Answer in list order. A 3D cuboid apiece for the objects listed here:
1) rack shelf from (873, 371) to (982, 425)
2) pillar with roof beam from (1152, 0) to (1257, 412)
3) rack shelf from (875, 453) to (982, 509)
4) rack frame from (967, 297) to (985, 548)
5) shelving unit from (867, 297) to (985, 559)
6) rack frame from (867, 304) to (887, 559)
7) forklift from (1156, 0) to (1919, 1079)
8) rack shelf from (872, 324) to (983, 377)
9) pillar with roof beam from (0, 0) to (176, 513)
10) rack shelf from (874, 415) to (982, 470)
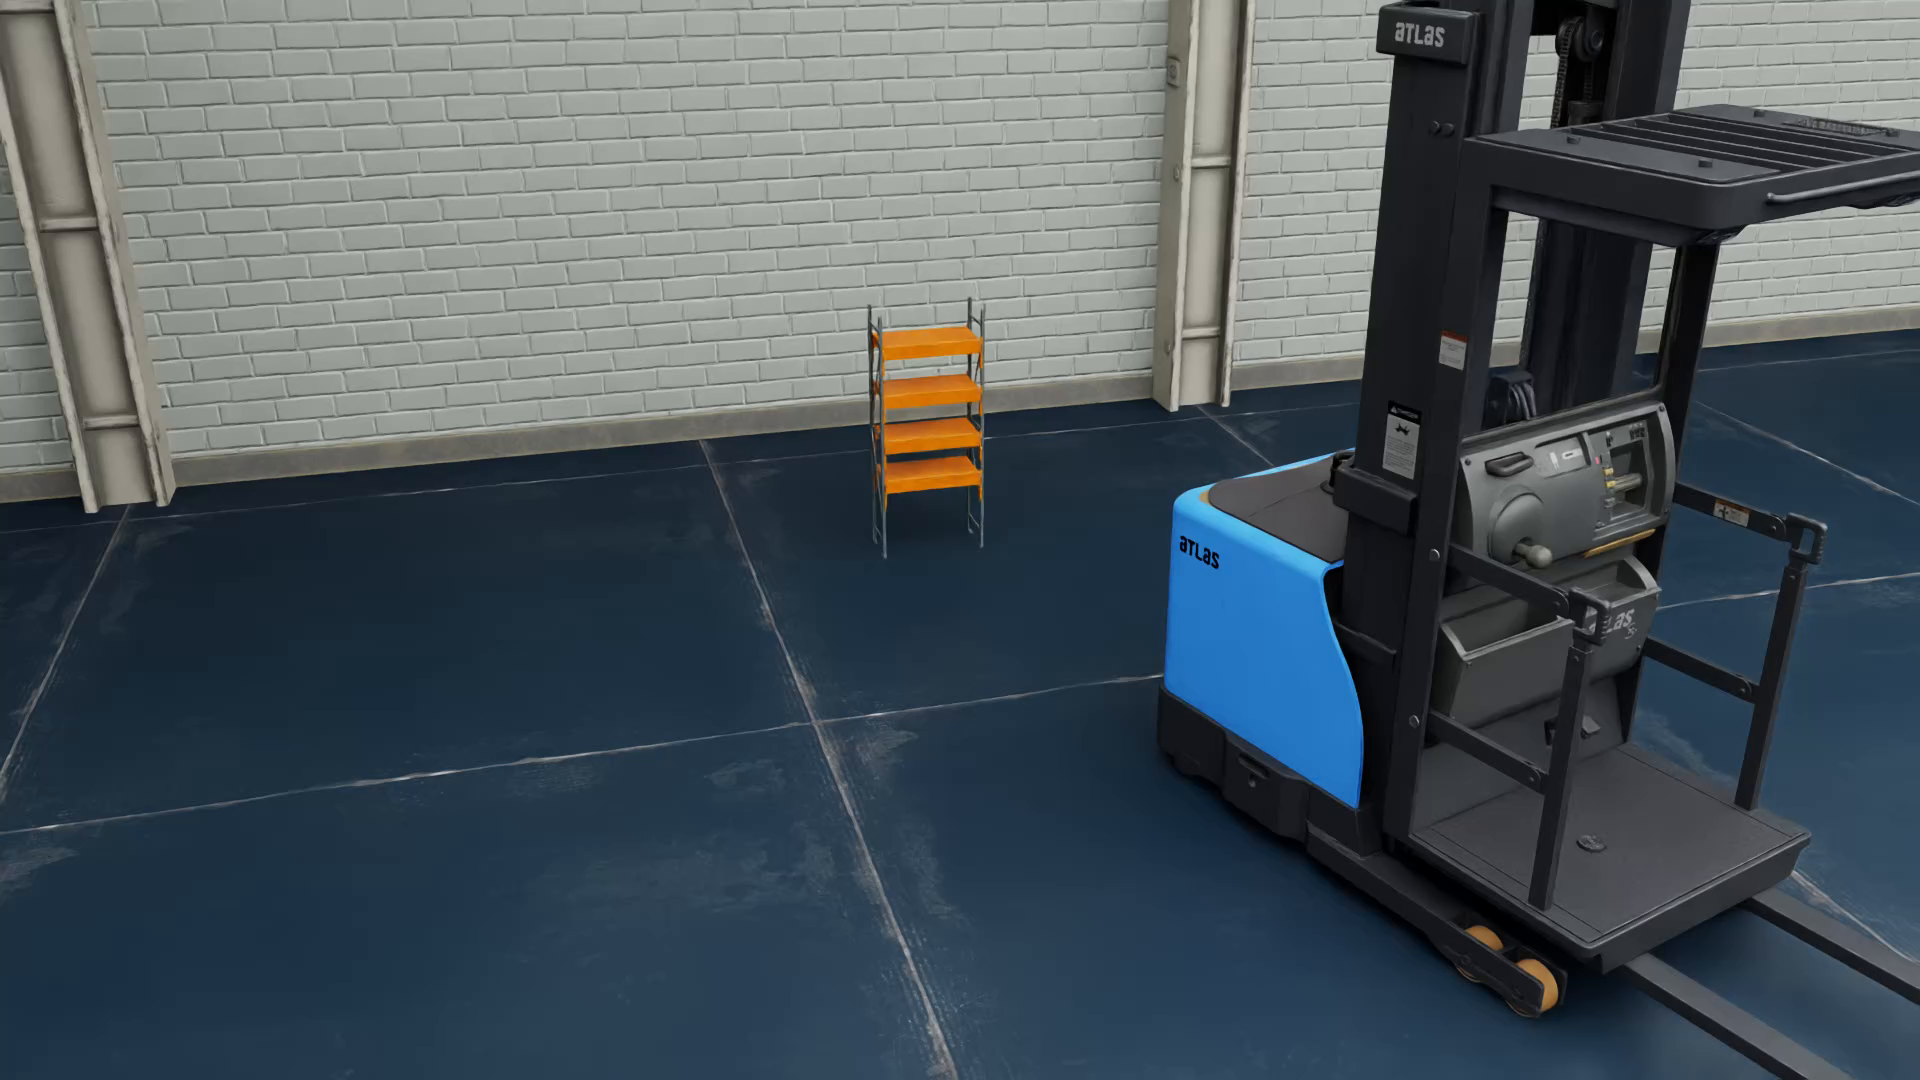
[{"bbox_3d":[-0.159,-0.677,7.911,0.480,0.148,0.258,-6,24,-14],"label":"rack shelf"},{"bbox_3d":[2.580,-3.357,4.661,0.400,9.000,9.100,-6,24,-14],"label":"pillar with roof beam"},{"bbox_3d":[-0.159,-0.289,8.077,0.480,0.148,0.258,-6,24,-14],"label":"rack shelf"},{"bbox_3d":[0.076,-0.560,8.033,0.015,1.200,0.240,-6,24,-14],"label":"rack frame"},{"bbox_3d":[-0.159,-0.534,7.972,0.503,1.200,0.258,-6,24,-14],"label":"shelving unit"},{"bbox_3d":[-0.394,-0.508,7.912,0.015,1.200,0.240,-6,24,-14],"label":"rack frame"},{"bbox_3d":[1.962,-0.142,4.865,1.130,2.935,3.031,-14,27,-30],"label":"forklift"},{"bbox_3d":[-0.159,-0.895,7.817,0.480,0.148,0.258,-6,24,-14],"label":"rack shelf"},{"bbox_3d":[-3.197,-2.718,3.171,0.400,9.000,9.100,-6,24,-14],"label":"pillar with roof beam"},{"bbox_3d":[-0.159,-0.472,7.999,0.480,0.148,0.258,-6,24,-14],"label":"rack shelf"}]
